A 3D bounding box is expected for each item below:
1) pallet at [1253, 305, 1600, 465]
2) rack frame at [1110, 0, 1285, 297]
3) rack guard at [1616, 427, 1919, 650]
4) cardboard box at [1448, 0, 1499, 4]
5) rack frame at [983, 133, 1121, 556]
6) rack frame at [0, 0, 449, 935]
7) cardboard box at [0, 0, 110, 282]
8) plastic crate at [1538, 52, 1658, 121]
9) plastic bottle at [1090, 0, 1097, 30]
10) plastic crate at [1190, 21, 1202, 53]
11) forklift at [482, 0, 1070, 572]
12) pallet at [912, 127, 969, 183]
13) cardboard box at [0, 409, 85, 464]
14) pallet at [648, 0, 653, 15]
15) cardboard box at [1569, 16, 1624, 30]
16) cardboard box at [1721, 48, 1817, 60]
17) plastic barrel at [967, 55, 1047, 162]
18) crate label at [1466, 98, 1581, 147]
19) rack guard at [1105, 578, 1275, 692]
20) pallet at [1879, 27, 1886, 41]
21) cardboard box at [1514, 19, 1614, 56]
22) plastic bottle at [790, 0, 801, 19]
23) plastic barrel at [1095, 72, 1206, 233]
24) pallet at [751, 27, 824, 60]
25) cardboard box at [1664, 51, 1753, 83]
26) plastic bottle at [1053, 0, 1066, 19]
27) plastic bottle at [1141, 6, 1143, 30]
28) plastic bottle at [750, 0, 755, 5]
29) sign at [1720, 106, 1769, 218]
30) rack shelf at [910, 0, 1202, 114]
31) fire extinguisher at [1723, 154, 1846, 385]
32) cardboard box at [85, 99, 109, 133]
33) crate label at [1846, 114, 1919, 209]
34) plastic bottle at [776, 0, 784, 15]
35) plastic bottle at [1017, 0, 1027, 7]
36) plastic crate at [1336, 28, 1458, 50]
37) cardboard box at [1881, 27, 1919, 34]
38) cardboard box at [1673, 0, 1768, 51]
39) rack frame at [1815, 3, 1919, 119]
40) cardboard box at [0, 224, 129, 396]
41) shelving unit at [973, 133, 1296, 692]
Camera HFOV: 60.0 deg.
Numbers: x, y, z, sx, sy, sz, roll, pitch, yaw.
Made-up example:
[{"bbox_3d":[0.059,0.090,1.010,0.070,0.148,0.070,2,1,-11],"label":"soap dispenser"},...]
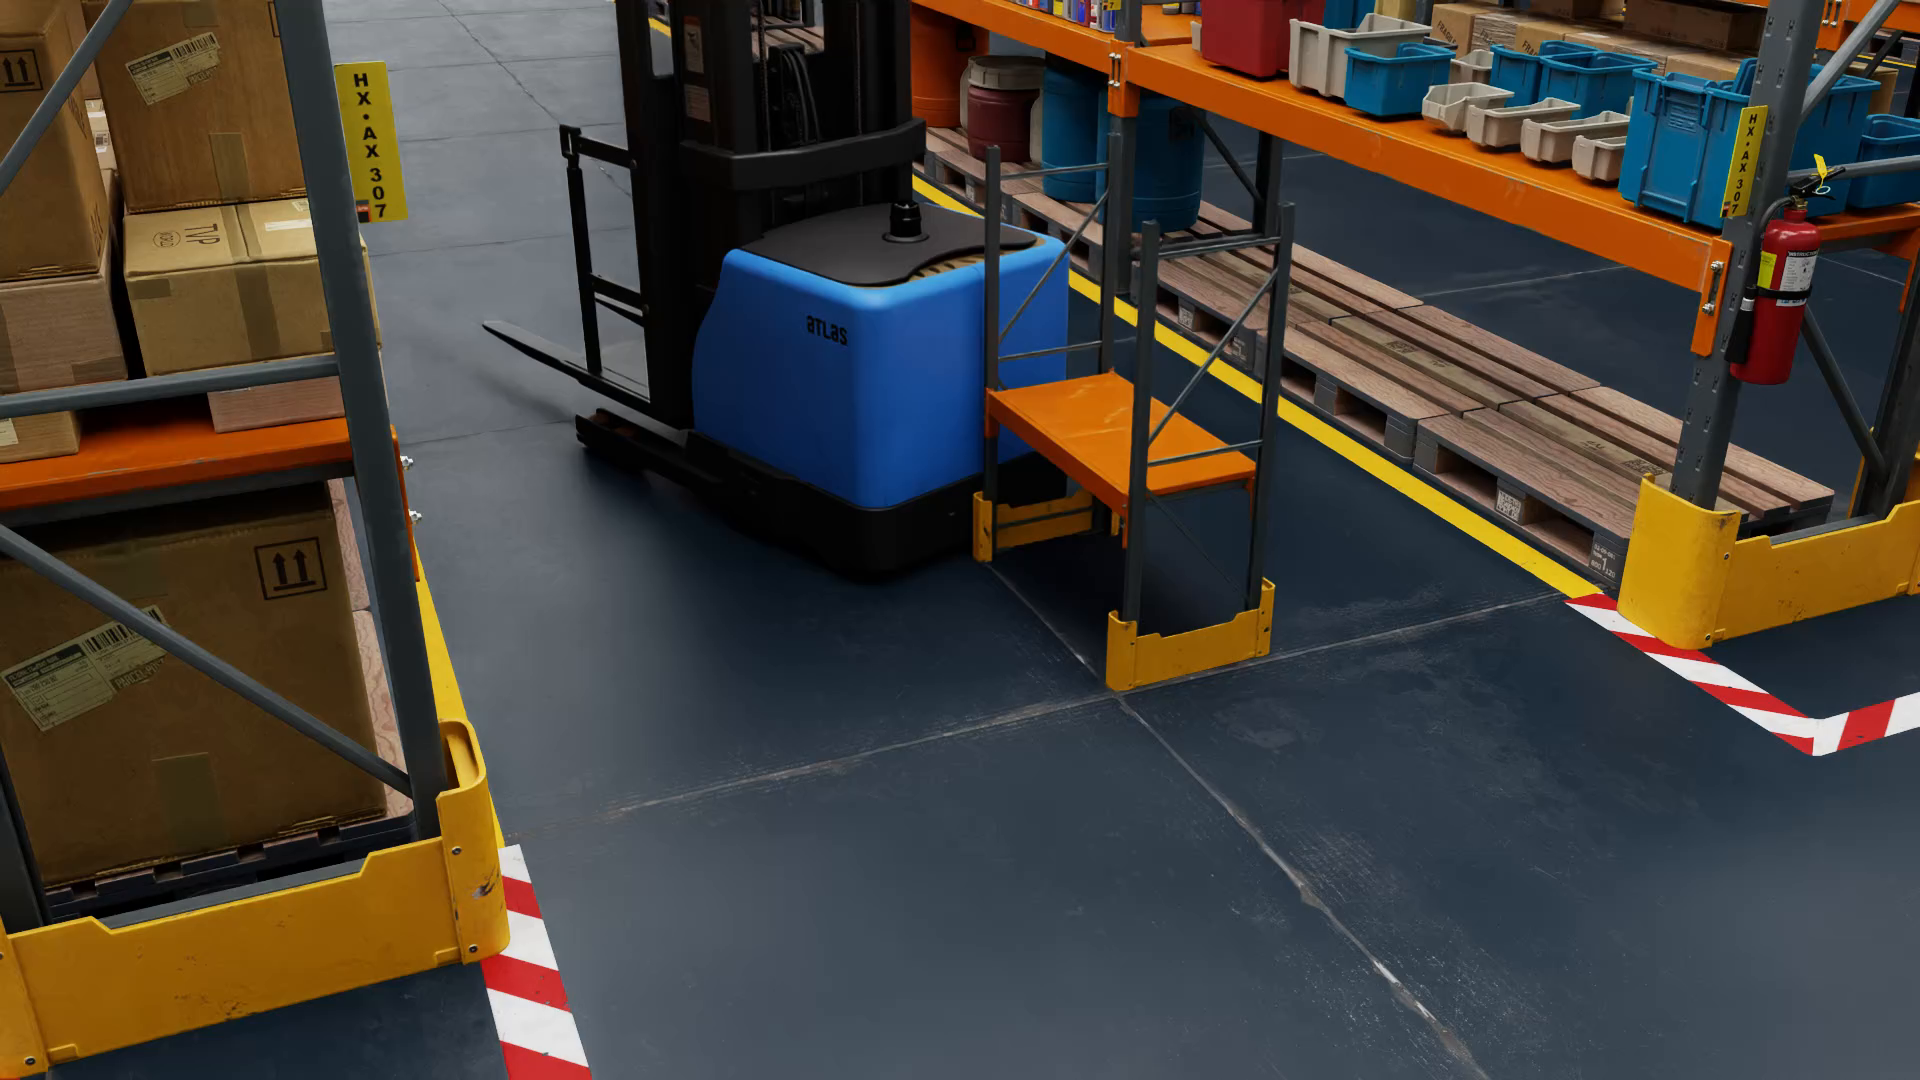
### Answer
[{"bbox_3d":[2.071,-0.729,7.503,1.003,0.211,1.213,-11,28,-21],"label":"pallet"},{"bbox_3d":[1.265,-2.766,8.495,1.000,3.000,0.127,-11,28,-21],"label":"rack frame"},{"bbox_3d":[2.853,-0.020,5.721,1.175,0.500,0.348,-11,28,-21],"label":"rack guard"},{"bbox_3d":[4.323,-4.697,14.467,0.500,0.311,0.500,-10,28,-19],"label":"cardboard box"},{"bbox_3d":[0.316,-0.664,5.901,0.500,1.500,0.032,-11,28,-22],"label":"rack frame"},{"bbox_3d":[-1.726,-0.300,3.445,1.000,3.000,0.127,-11,28,-21],"label":"rack frame"},{"bbox_3d":[-2.158,-0.855,3.558,0.500,0.500,0.500,-10,28,-20],"label":"cardboard box"},{"bbox_3d":[2.522,-1.790,6.620,0.416,0.233,0.300,-11,28,-21],"label":"plastic crate"},{"bbox_3d":[0.743,-2.822,8.837,0.097,0.201,0.097,0,26,0],"label":"plastic bottle"},{"bbox_3d":[1.316,-2.462,8.105,0.396,0.136,0.243,-11,28,-21],"label":"plastic crate"},{"bbox_3d":[-0.966,-1.760,6.514,1.130,2.935,3.031,-23,34,-38],"label":"forklift"},{"bbox_3d":[0.046,-2.816,11.777,1.003,0.211,1.213,-11,28,-21],"label":"pallet"},{"bbox_3d":[-2.168,-0.274,3.679,0.380,0.149,0.250,-10,28,-20],"label":"cardboard box"},{"bbox_3d":[-3.048,-6.005,18.309,1.003,0.211,1.213,-11,28,-21],"label":"pallet"},{"bbox_3d":[5.043,-3.758,12.876,0.500,0.500,0.500,-12,28,-22],"label":"cardboard box"},{"bbox_3d":[5.640,-3.140,11.610,0.500,0.500,0.500,-10,28,-20],"label":"cardboard box"},{"bbox_3d":[0.348,-2.835,10.907,0.600,0.588,0.708,-11,28,-21],"label":"plastic barrel"},{"bbox_3d":[2.114,-1.585,6.310,0.396,0.136,0.243,-11,28,-21],"label":"crate label"},{"bbox_3d":[0.742,0.302,5.347,0.587,0.250,0.087,-11,28,-22],"label":"rack guard"},{"bbox_3d":[8.510,-5.145,16.548,1.003,0.211,1.213,-11,28,-21],"label":"pallet"},{"bbox_3d":[4.575,-3.658,12.670,0.500,0.500,0.500,-11,28,-21],"label":"cardboard box"},{"bbox_3d":[-1.589,-5.171,16.030,0.097,0.271,0.097,0,26,0],"label":"plastic bottle"},{"bbox_3d":[1.068,-2.234,9.319,0.600,0.901,0.708,-11,28,-21],"label":"plastic barrel"},{"bbox_3d":[-1.524,-4.432,15.086,1.003,0.211,1.213,-11,28,-21],"label":"pallet"},{"bbox_3d":[5.182,-3.041,11.406,0.500,0.500,0.500,-10,28,-20],"label":"cardboard box"},{"bbox_3d":[0.604,-3.058,9.151,0.144,0.351,0.185,-11,28,-21],"label":"plastic bottle"},{"bbox_3d":[0.921,-2.809,8.810,0.097,0.201,0.097,0,26,0],"label":"plastic bottle"},{"bbox_3d":[-2.169,-5.578,16.859,0.152,0.276,0.135,-11,28,-21],"label":"plastic bottle"},{"bbox_3d":[2.332,-1.123,4.945,0.100,0.325,0.005,-11,28,-21],"label":"sign"},{"bbox_3d":[0.482,-3.250,10.307,1.077,0.370,4.000,-11,28,-21],"label":"rack shelf"},{"bbox_3d":[2.473,-0.809,5.002,0.296,0.674,0.183,-11,28,-21],"label":"fire extinguisher"},{"bbox_3d":[-2.765,-1.136,4.990,0.500,0.250,0.500,-11,28,-21],"label":"cardboard box"},{"bbox_3d":[3.038,-1.259,5.532,0.416,0.233,0.303,-11,28,-21],"label":"crate label"},{"bbox_3d":[-1.741,-5.299,16.287,0.152,0.276,0.135,-10,28,-19],"label":"plastic bottle"},{"bbox_3d":[0.420,-3.219,9.565,0.152,0.276,0.135,-11,28,-21],"label":"plastic bottle"},{"bbox_3d":[1.951,-2.263,7.712,0.437,0.125,0.590,-11,28,-21],"label":"plastic crate"},{"bbox_3d":[8.982,-4.986,15.014,0.750,0.750,0.750,-11,28,-21],"label":"cardboard box"},{"bbox_3d":[5.468,-3.667,11.835,0.500,0.250,0.500,-11,28,-20],"label":"cardboard box"},{"bbox_3d":[5.824,-3.615,10.235,1.000,3.000,0.127,-11,28,-21],"label":"rack frame"},{"bbox_3d":[-2.160,-0.516,3.720,0.500,0.250,0.500,-11,28,-21],"label":"cardboard box"},{"bbox_3d":[0.533,-0.458,5.479,0.587,1.500,1.083,-11,28,-22],"label":"shelving unit"}]
